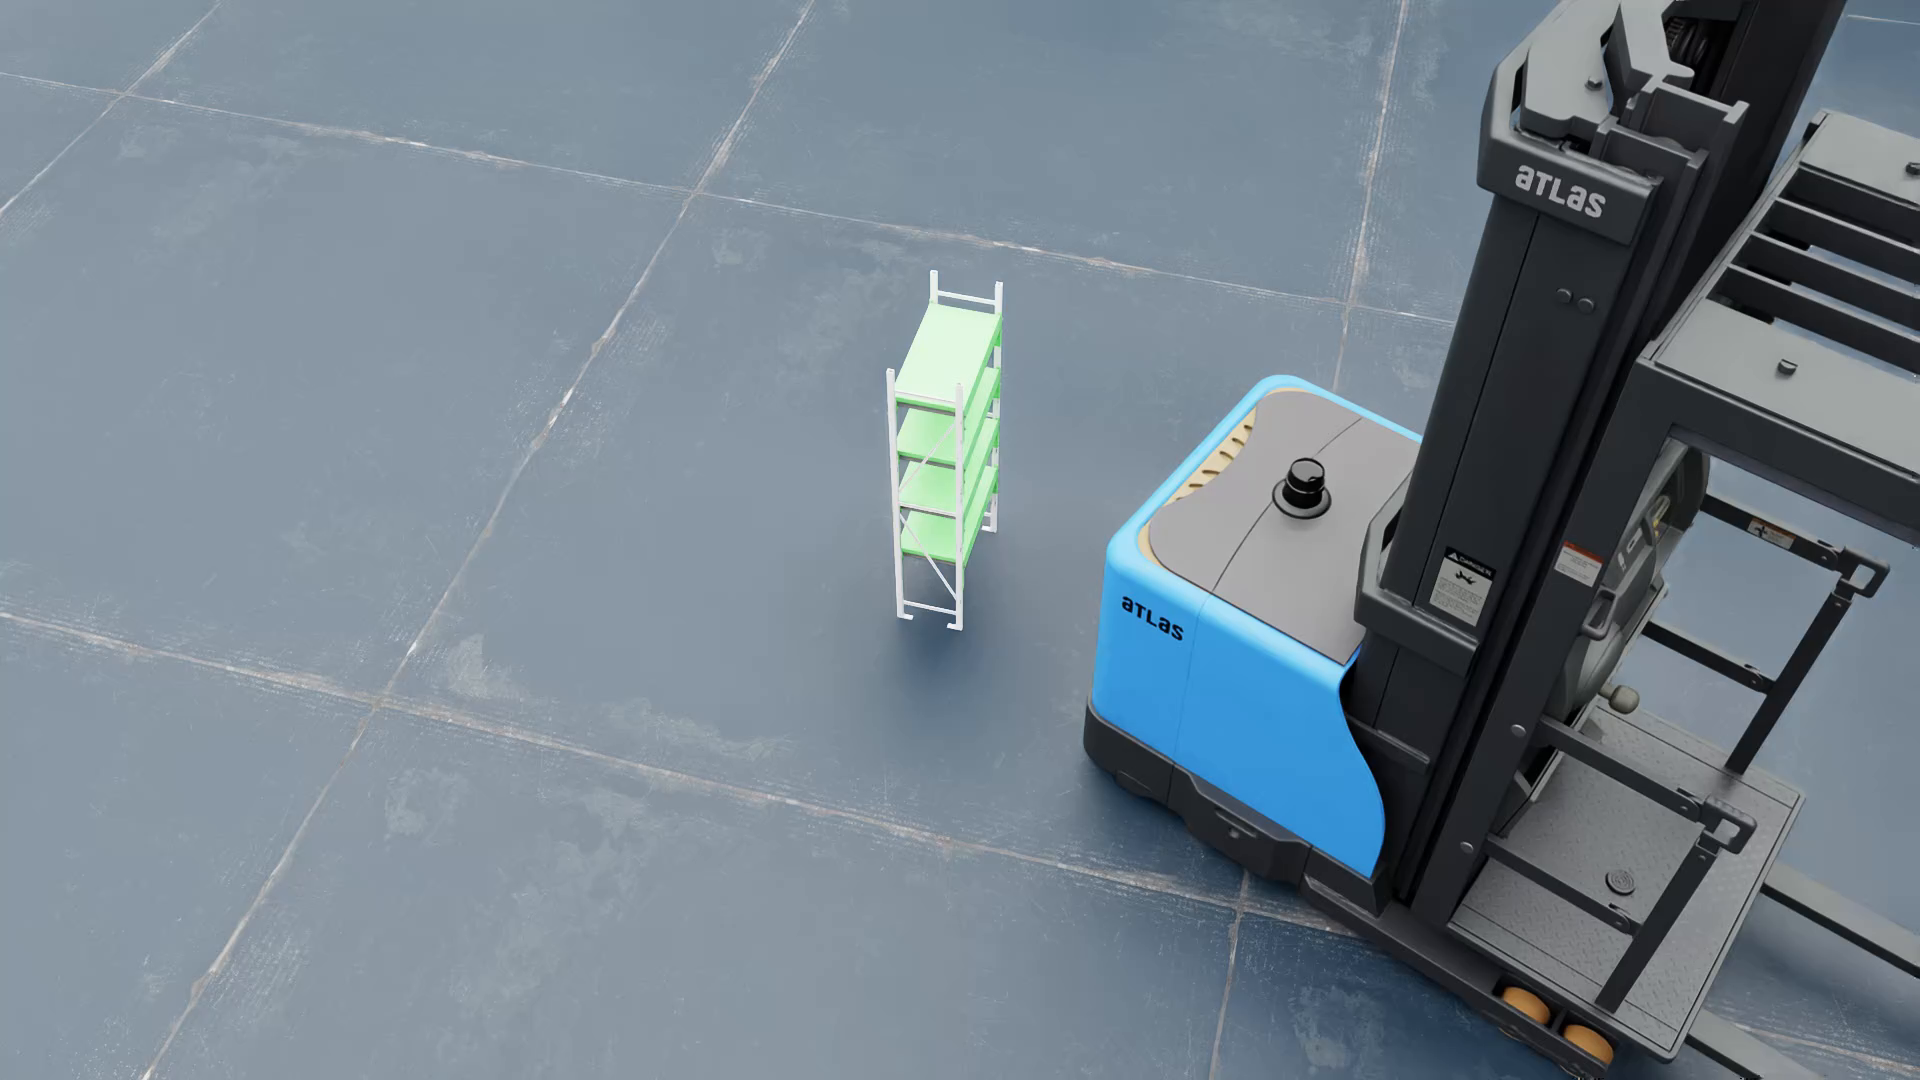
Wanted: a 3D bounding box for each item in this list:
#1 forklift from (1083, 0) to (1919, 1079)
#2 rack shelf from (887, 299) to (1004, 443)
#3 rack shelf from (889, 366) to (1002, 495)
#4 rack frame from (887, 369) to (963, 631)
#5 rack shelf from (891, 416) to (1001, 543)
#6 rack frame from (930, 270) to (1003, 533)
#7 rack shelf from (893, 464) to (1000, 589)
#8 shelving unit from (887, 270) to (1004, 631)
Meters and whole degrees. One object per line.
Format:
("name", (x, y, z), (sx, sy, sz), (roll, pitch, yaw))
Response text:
("forklift", (1.889, 0.146, 4.166), (3.031, 2.935, 1.130), (30, 55, 24))
("rack shelf", (-0.044, -0.553, 5.383), (0.258, 0.148, 0.480), (12, 50, 10))
("rack shelf", (-0.044, -0.394, 5.562), (0.258, 0.148, 0.480), (12, 50, 10))
("rack frame", (-0.108, -0.101, 5.539), (0.240, 1.200, 0.015), (12, 50, 10))
("rack shelf", (-0.044, -0.235, 5.742), (0.258, 0.148, 0.480), (12, 50, 10))
("rack frame", (0.021, -0.454, 5.850), (0.240, 1.200, 0.015), (12, 50, 10))
("rack shelf", (-0.044, -0.076, 5.922), (0.258, 0.148, 0.480), (12, 50, 10))
("shelving unit", (-0.044, -0.277, 5.694), (0.258, 1.200, 0.503), (12, 50, 10))
